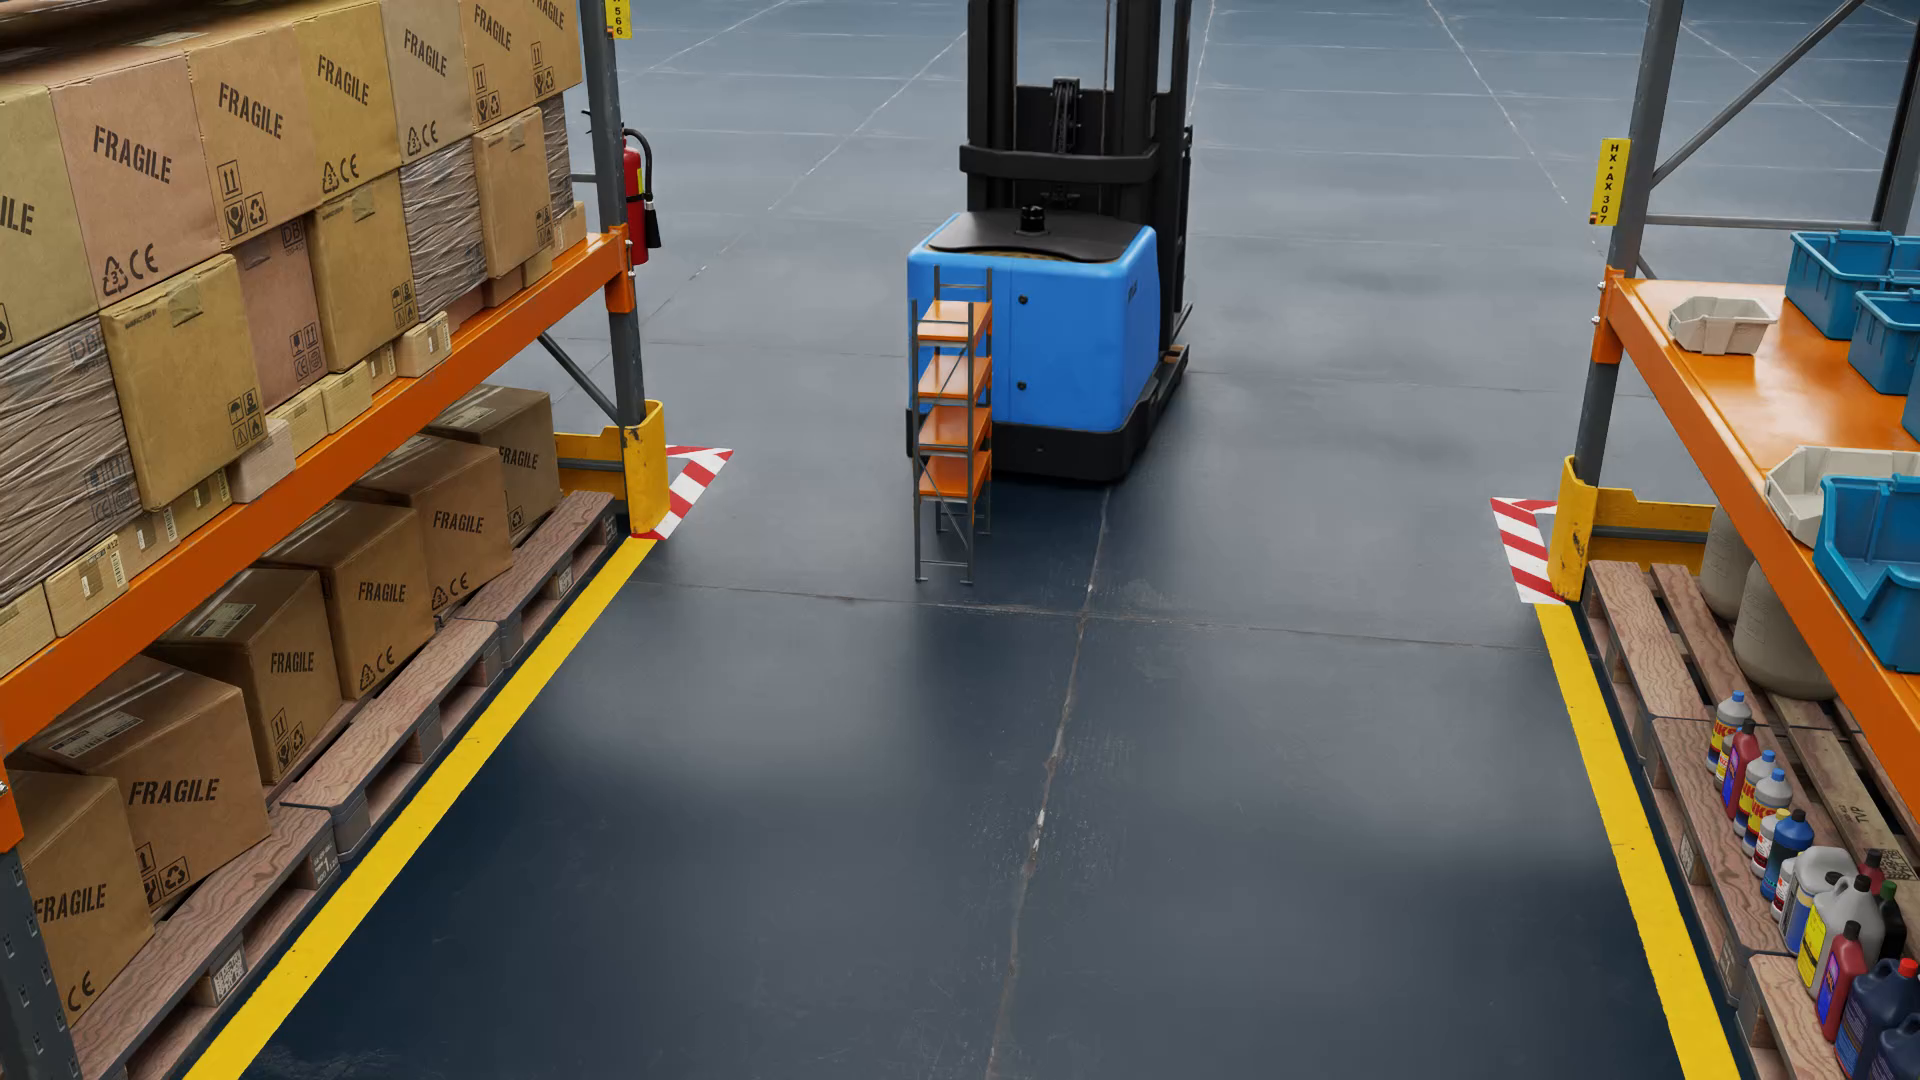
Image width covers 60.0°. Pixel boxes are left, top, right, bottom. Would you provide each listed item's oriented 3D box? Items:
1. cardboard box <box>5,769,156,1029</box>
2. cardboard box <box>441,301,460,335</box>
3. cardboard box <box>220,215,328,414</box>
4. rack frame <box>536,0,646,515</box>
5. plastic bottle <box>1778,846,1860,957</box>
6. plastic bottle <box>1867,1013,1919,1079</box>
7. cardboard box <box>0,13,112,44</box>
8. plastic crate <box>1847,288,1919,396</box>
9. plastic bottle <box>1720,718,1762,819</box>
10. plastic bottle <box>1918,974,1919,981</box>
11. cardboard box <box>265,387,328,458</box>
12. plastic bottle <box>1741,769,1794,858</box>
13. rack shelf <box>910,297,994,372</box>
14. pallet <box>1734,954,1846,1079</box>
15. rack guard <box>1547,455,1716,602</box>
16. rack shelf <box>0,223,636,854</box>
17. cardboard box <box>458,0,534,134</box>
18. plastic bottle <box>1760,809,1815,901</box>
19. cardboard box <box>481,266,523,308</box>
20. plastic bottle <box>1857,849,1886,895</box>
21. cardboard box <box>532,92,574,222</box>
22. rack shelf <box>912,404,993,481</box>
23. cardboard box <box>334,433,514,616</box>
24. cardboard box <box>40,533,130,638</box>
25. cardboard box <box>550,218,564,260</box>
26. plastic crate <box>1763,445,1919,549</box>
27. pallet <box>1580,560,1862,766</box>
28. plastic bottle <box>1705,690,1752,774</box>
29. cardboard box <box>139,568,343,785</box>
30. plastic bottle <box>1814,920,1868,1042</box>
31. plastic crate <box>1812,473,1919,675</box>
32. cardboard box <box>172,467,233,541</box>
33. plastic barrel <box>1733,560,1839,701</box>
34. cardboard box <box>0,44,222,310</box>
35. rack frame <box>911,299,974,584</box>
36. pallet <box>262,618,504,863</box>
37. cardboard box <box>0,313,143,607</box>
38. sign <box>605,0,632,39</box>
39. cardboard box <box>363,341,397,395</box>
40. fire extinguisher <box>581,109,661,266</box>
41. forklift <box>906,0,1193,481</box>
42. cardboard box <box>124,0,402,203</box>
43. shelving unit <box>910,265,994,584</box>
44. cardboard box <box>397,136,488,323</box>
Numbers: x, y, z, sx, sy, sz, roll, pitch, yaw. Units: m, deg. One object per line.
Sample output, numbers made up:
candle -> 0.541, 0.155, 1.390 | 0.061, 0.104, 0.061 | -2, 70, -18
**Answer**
cardboard box -> -2.447, 0.925, 4.188 | 0.500, 0.500, 0.500 | 3, 25, 7
cardboard box -> -1.929, -0.754, 5.618 | 0.380, 0.149, 0.250 | 4, 25, 9
cardboard box -> -2.318, -0.639, 4.607 | 0.875, 0.500, 0.500 | 4, 25, 9
rack frame -> -1.898, -1.525, 6.970 | 1.000, 3.000, 0.127 | 4, 25, 9
plastic bottle -> 2.270, 0.953, 4.369 | 0.152, 0.276, 0.135 | 4, 25, 9
plastic bottle -> 2.156, 1.202, 3.749 | 0.144, 0.351, 0.185 | 3, 25, 7
cardboard box -> -2.586, -1.110, 4.436 | 0.500, 0.500, 0.500 | 4, 25, 9
plastic crate -> 3.090, -0.613, 5.197 | 0.499, 0.251, 0.408 | 4, 25, 9
plastic bottle -> 2.330, 0.679, 4.946 | 0.061, 0.283, 0.133 | 4, 25, 9
plastic bottle -> 2.337, 1.156, 3.937 | 0.152, 0.276, 0.135 | 4, 25, 9
cardboard box -> -2.040, -0.332, 4.717 | 0.380, 0.149, 0.250 | 4, 25, 9
plastic bottle -> 2.313, 0.777, 4.752 | 0.097, 0.271, 0.097 | 0, 25, 0
rack shelf -> -0.027, -0.830, 6.681 | 0.258, 0.148, 0.480 | 4, 25, 9
pallet -> 2.486, 1.476, 3.848 | 1.003, 0.211, 1.213 | 4, 25, 9
rack guard -> 3.023, -0.015, 6.692 | 1.175, 0.500, 0.348 | 4, 25, 9
rack shelf -> -2.225, -0.363, 5.335 | 1.077, 0.370, 4.000 | 4, 25, 9
cardboard box -> -1.820, -1.701, 5.698 | 0.500, 0.500, 0.500 | 4, 25, 9
plastic bottle -> 2.279, 0.861, 4.571 | 0.097, 0.271, 0.097 | 0, 25, 0
cardboard box -> -1.828, -0.962, 6.062 | 0.380, 0.149, 0.250 | 4, 25, 9
plastic bottle -> 2.376, 0.957, 4.353 | 0.061, 0.283, 0.133 | 4, 25, 9
cardboard box -> -2.015, -1.477, 6.398 | 0.875, 0.500, 0.500 | 4, 25, 9
rack shelf -> -0.027, -0.413, 6.876 | 0.258, 0.148, 0.480 | 4, 25, 9
cardboard box -> -2.080, -0.071, 6.316 | 0.500, 0.500, 0.500 | 11, 27, 22
cardboard box -> -2.166, 0.089, 3.818 | 0.380, 0.149, 0.250 | 4, 25, 9
cardboard box -> -1.782, -1.173, 6.514 | 0.380, 0.149, 0.250 | 4, 25, 9
plastic crate -> 2.350, -0.086, 4.207 | 0.530, 0.136, 0.437 | 4, 25, 9
pallet -> 2.885, 0.456, 6.028 | 1.003, 0.211, 1.213 | 4, 25, 9
plastic bottle -> 2.385, 0.591, 5.148 | 0.097, 0.271, 0.097 | 0, 25, 0
cardboard box -> -2.337, 0.420, 5.267 | 0.500, 0.500, 0.500 | 2, 25, 4
plastic bottle -> 2.173, 1.082, 4.086 | 0.061, 0.283, 0.133 | 6, 26, 12
plastic crate -> 2.248, 0.077, 3.723 | 0.499, 0.251, 0.616 | 4, 25, 9
cardboard box -> -2.121, -0.123, 4.270 | 0.380, 0.149, 0.250 | 4, 25, 9
plastic barrel -> 2.875, 0.245, 5.628 | 0.421, 0.512, 0.421 | 0, 25, 0
cardboard box -> -2.147, -0.865, 3.911 | 0.500, 0.500, 0.500 | 4, 25, 9
rack frame -> -0.067, -0.372, 6.630 | 0.240, 1.200, 0.015 | 4, 25, 9
pallet -> -2.280, 0.616, 5.685 | 1.003, 0.211, 1.213 | 4, 25, 9
cardboard box -> -2.417, -0.216, 3.704 | 0.875, 0.500, 0.500 | 4, 25, 9
sign -> -1.353, -2.146, 6.557 | 0.100, 0.325, 0.005 | 4, 25, 9
cardboard box -> -1.992, -0.543, 5.169 | 0.380, 0.149, 0.250 | 4, 25, 9
fire extinguisher -> -1.424, -1.506, 7.020 | 0.296, 0.674, 0.183 | 4, 25, 9
forklift -> 0.642, -2.200, 8.493 | 1.130, 2.935, 3.031 | 7, 26, 14
cardboard box -> -1.994, -1.284, 4.806 | 0.500, 0.500, 0.500 | 4, 25, 9
shelving unit -> -0.027, -0.474, 6.848 | 0.258, 1.200, 0.503 | 4, 25, 9
cardboard box -> -2.102, -1.053, 5.493 | 0.875, 0.500, 0.500 | 4, 25, 9
